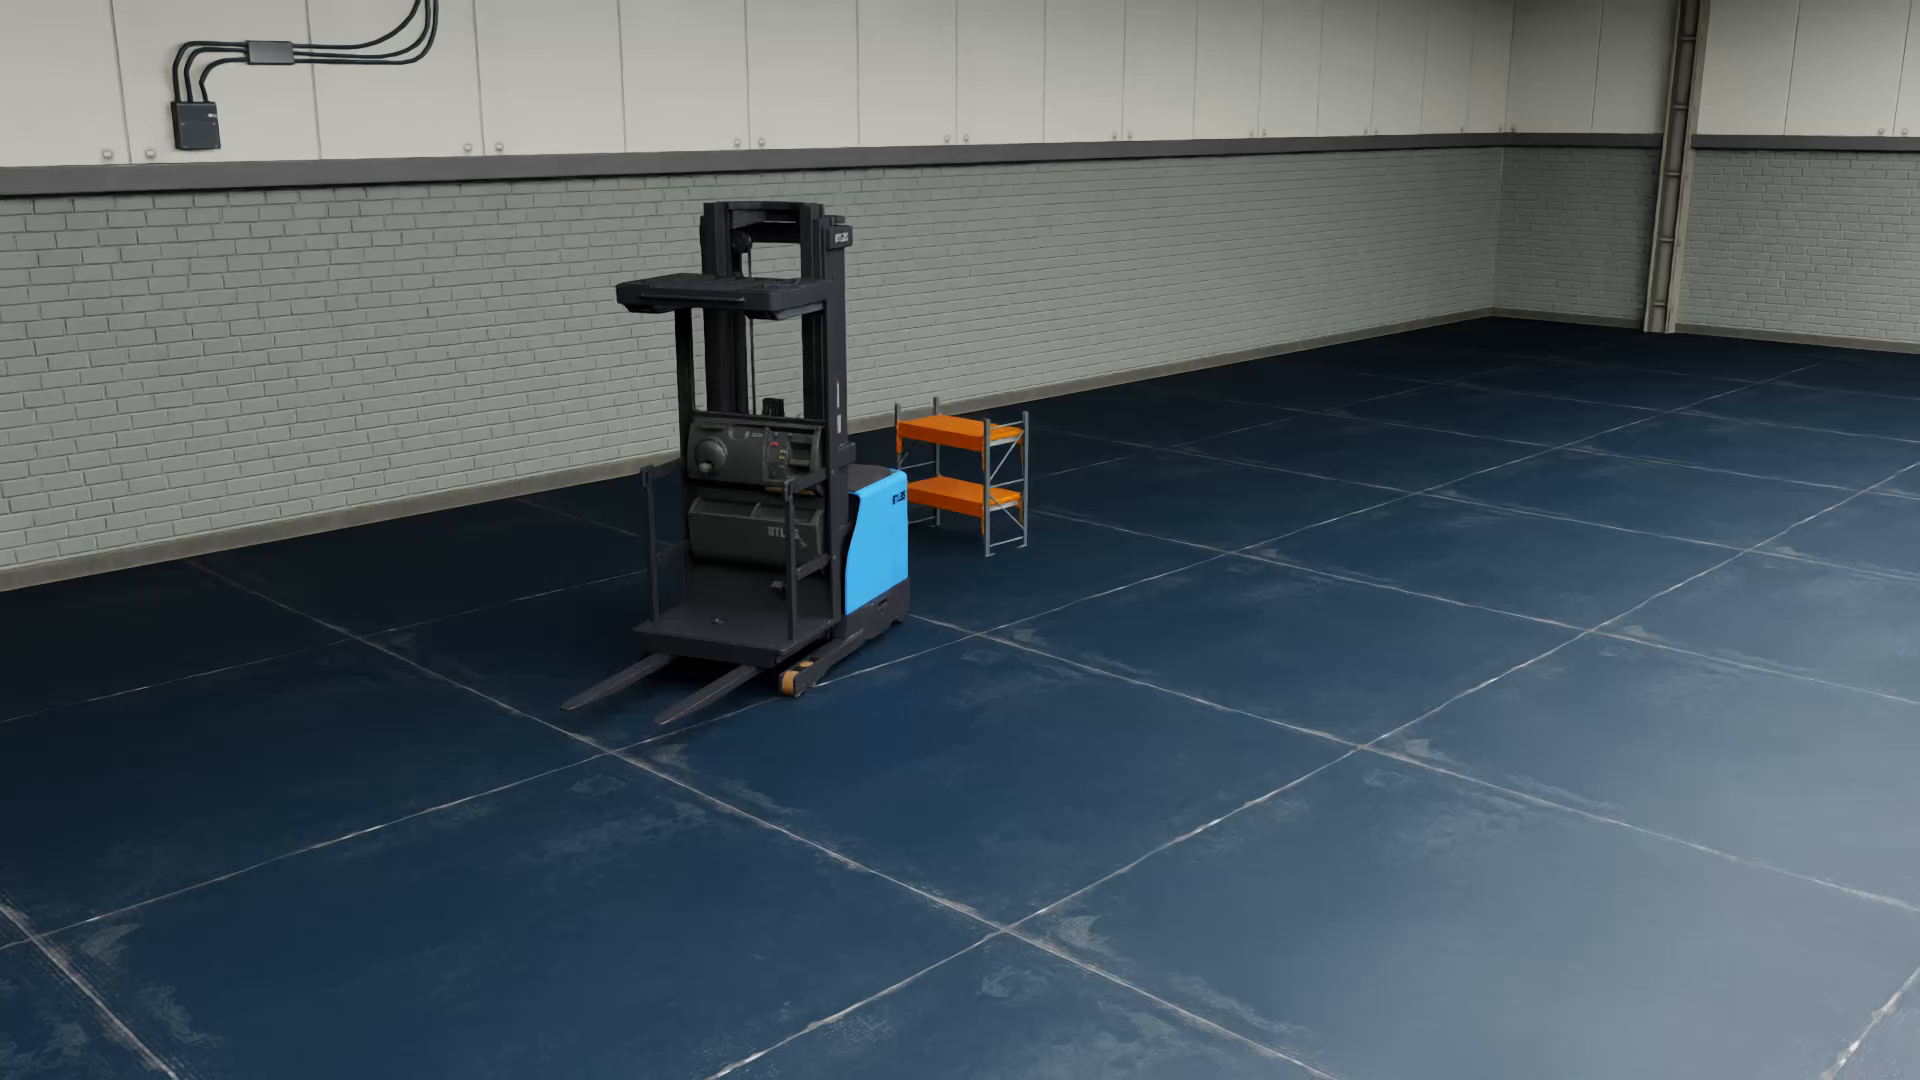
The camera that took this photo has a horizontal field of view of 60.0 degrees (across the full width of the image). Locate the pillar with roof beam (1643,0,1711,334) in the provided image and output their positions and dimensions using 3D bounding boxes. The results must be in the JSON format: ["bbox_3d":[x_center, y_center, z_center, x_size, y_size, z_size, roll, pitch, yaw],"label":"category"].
[{"bbox_3d":[8.286,-6.930,22.682,0.400,9.000,9.100,14,20,42],"label":"pillar with roof beam"}]

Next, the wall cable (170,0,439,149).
[{"bbox_3d":[-5.193,-6.116,12.811,0.169,6.003,2.305,14,20,42],"label":"wall cable"}]

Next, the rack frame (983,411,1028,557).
[{"bbox_3d":[0.371,-0.454,13.444,0.032,1.125,0.500,14,20,42],"label":"rack frame"}]

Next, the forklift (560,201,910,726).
[{"bbox_3d":[-1.380,-0.572,10.313,1.130,2.935,3.031,6,16,22],"label":"forklift"}]

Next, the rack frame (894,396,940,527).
[{"bbox_3d":[-0.361,-0.632,14.127,0.032,1.125,0.500,14,20,42],"label":"rack frame"}]

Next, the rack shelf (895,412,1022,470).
[{"bbox_3d":[0.005,-0.826,13.712,1.000,0.278,0.538,14,20,42],"label":"rack shelf"}]

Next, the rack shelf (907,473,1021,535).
[{"bbox_3d":[0.005,-0.307,13.847,1.000,0.278,0.538,14,20,42],"label":"rack shelf"}]

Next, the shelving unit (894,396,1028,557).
[{"bbox_3d":[0.005,-0.543,13.786,1.048,1.125,0.538,14,20,42],"label":"shelving unit"}]
